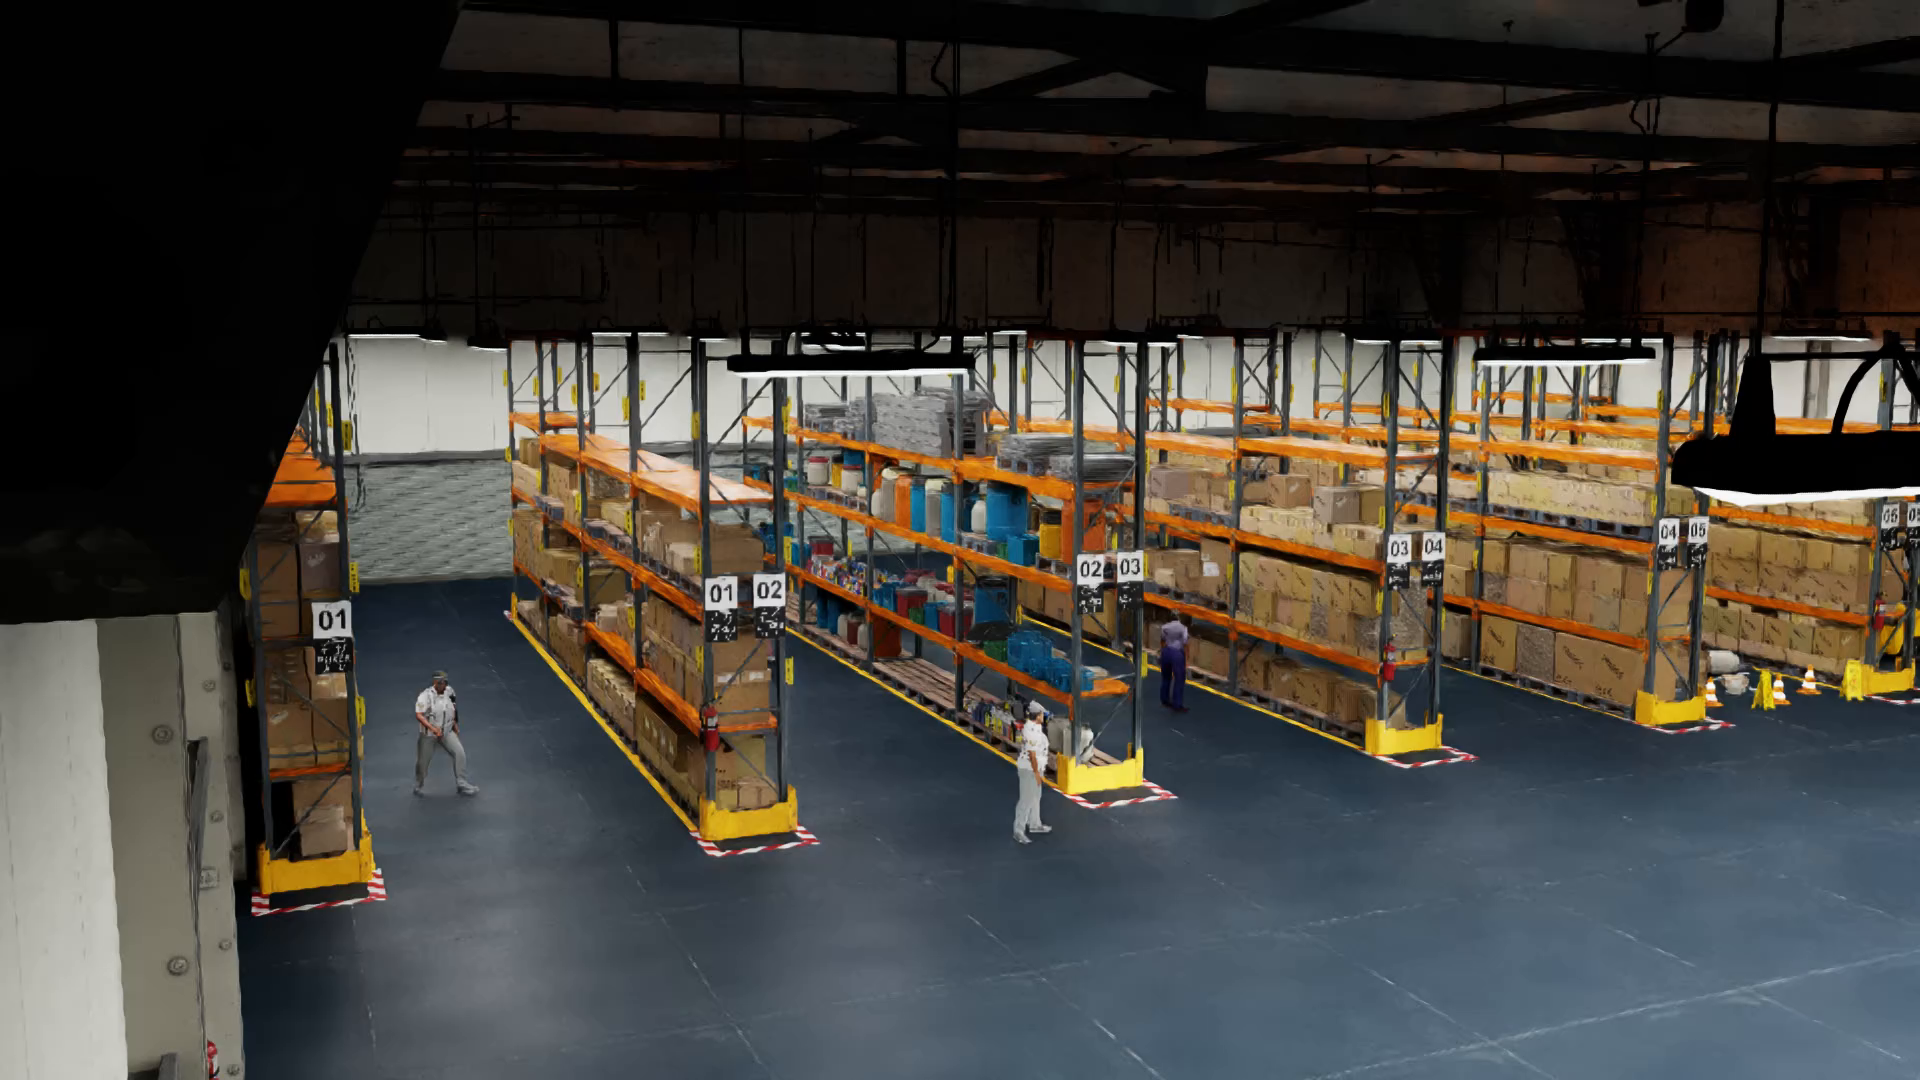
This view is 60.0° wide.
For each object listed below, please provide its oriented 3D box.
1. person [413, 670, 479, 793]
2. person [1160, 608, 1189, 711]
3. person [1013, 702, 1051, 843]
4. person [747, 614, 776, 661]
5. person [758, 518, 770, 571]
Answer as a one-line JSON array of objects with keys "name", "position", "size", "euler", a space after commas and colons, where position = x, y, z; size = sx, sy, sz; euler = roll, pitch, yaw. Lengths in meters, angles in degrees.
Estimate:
[{"name": "person", "position": [-6.867, 2.513, 21.935], "size": [0.707, 1.697, 0.827], "euler": [-7, 10, -41]}, {"name": "person", "position": [3.444, 1.896, 26.606], "size": [0.530, 1.653, 0.427], "euler": [6, 10, 36]}, {"name": "person", "position": [0.874, 2.785, 20.098], "size": [0.470, 1.666, 0.626], "euler": [0, 8, 2]}, {"name": "person", "position": [-3.685, 1.400, 30.436], "size": [0.448, 1.579, 1.110], "euler": [-3, 8, -21]}, {"name": "person", "position": [-4.569, 0.340, 38.078], "size": [0.513, 1.645, 0.538], "euler": [1, 8, 10]}]
